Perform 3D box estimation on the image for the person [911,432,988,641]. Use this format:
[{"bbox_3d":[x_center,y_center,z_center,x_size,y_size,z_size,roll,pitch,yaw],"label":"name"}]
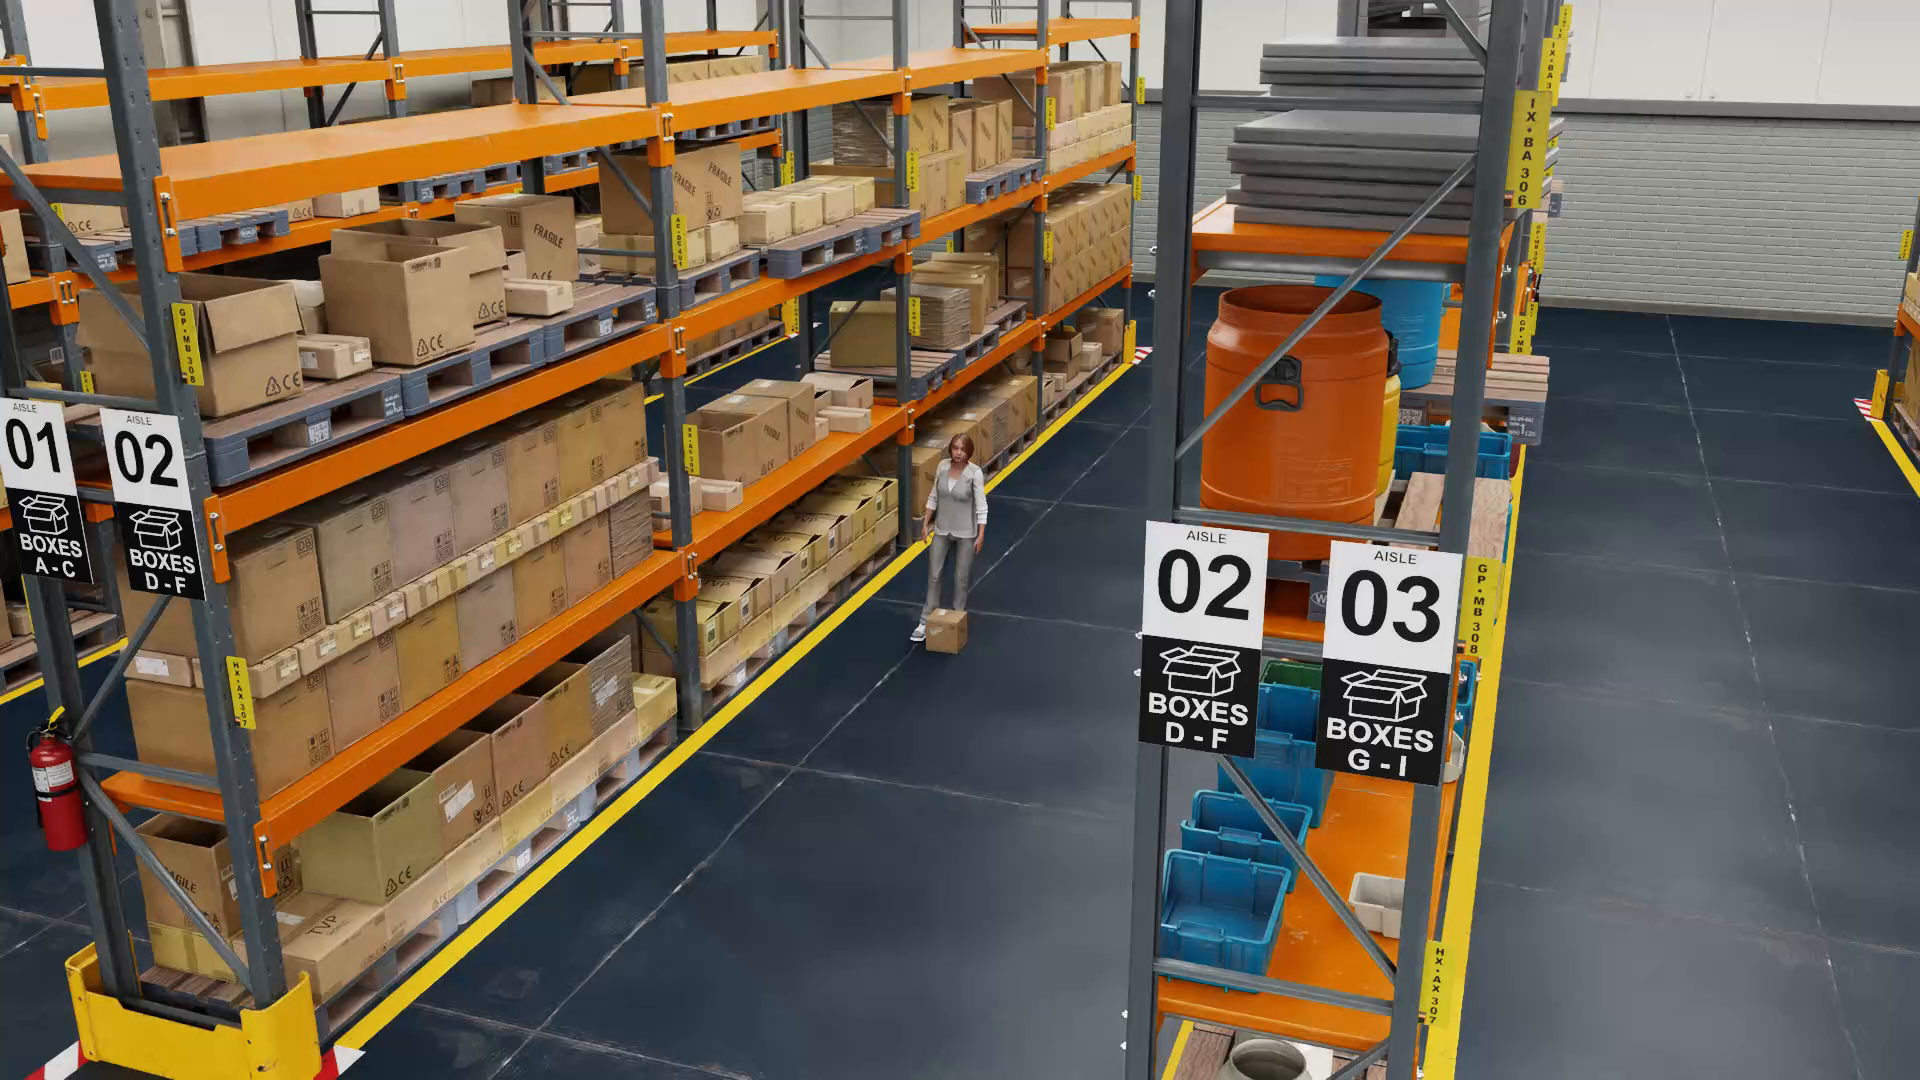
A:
[{"bbox_3d":[-0.072,-0.014,12.592,0.521,1.598,0.474,7,20,19],"label":"person"}]
